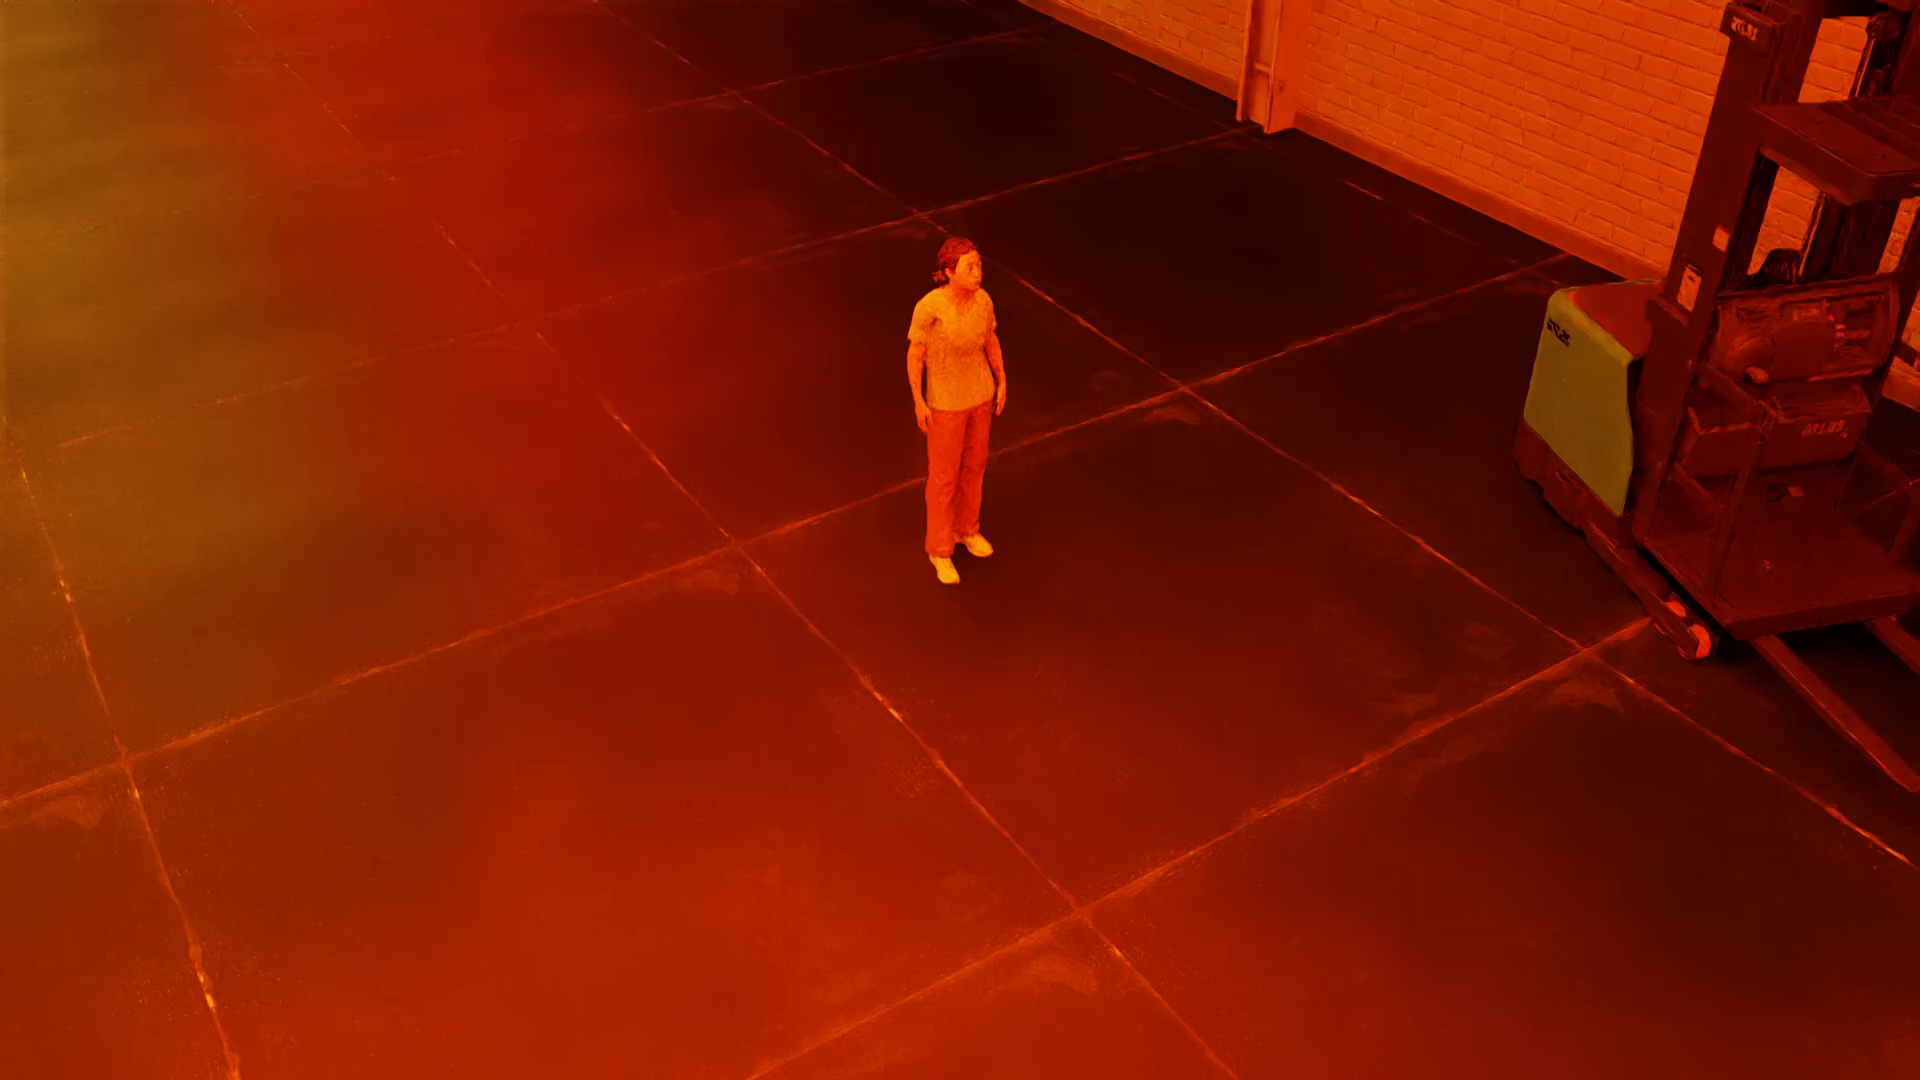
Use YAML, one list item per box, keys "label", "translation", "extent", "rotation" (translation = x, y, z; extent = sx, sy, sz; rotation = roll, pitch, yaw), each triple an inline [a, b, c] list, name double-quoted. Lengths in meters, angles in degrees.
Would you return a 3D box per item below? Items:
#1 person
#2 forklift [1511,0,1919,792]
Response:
- label: "person"
  translation: [0.006, -0.711, 8.183]
  extent: [0.536, 1.609, 0.426]
  rotation: [-21, 40, -27]
- label: "forklift"
  translation: [3.897, -0.873, 7.390]
  extent: [1.130, 2.935, 3.031]
  rotation: [-8, 36, -11]
